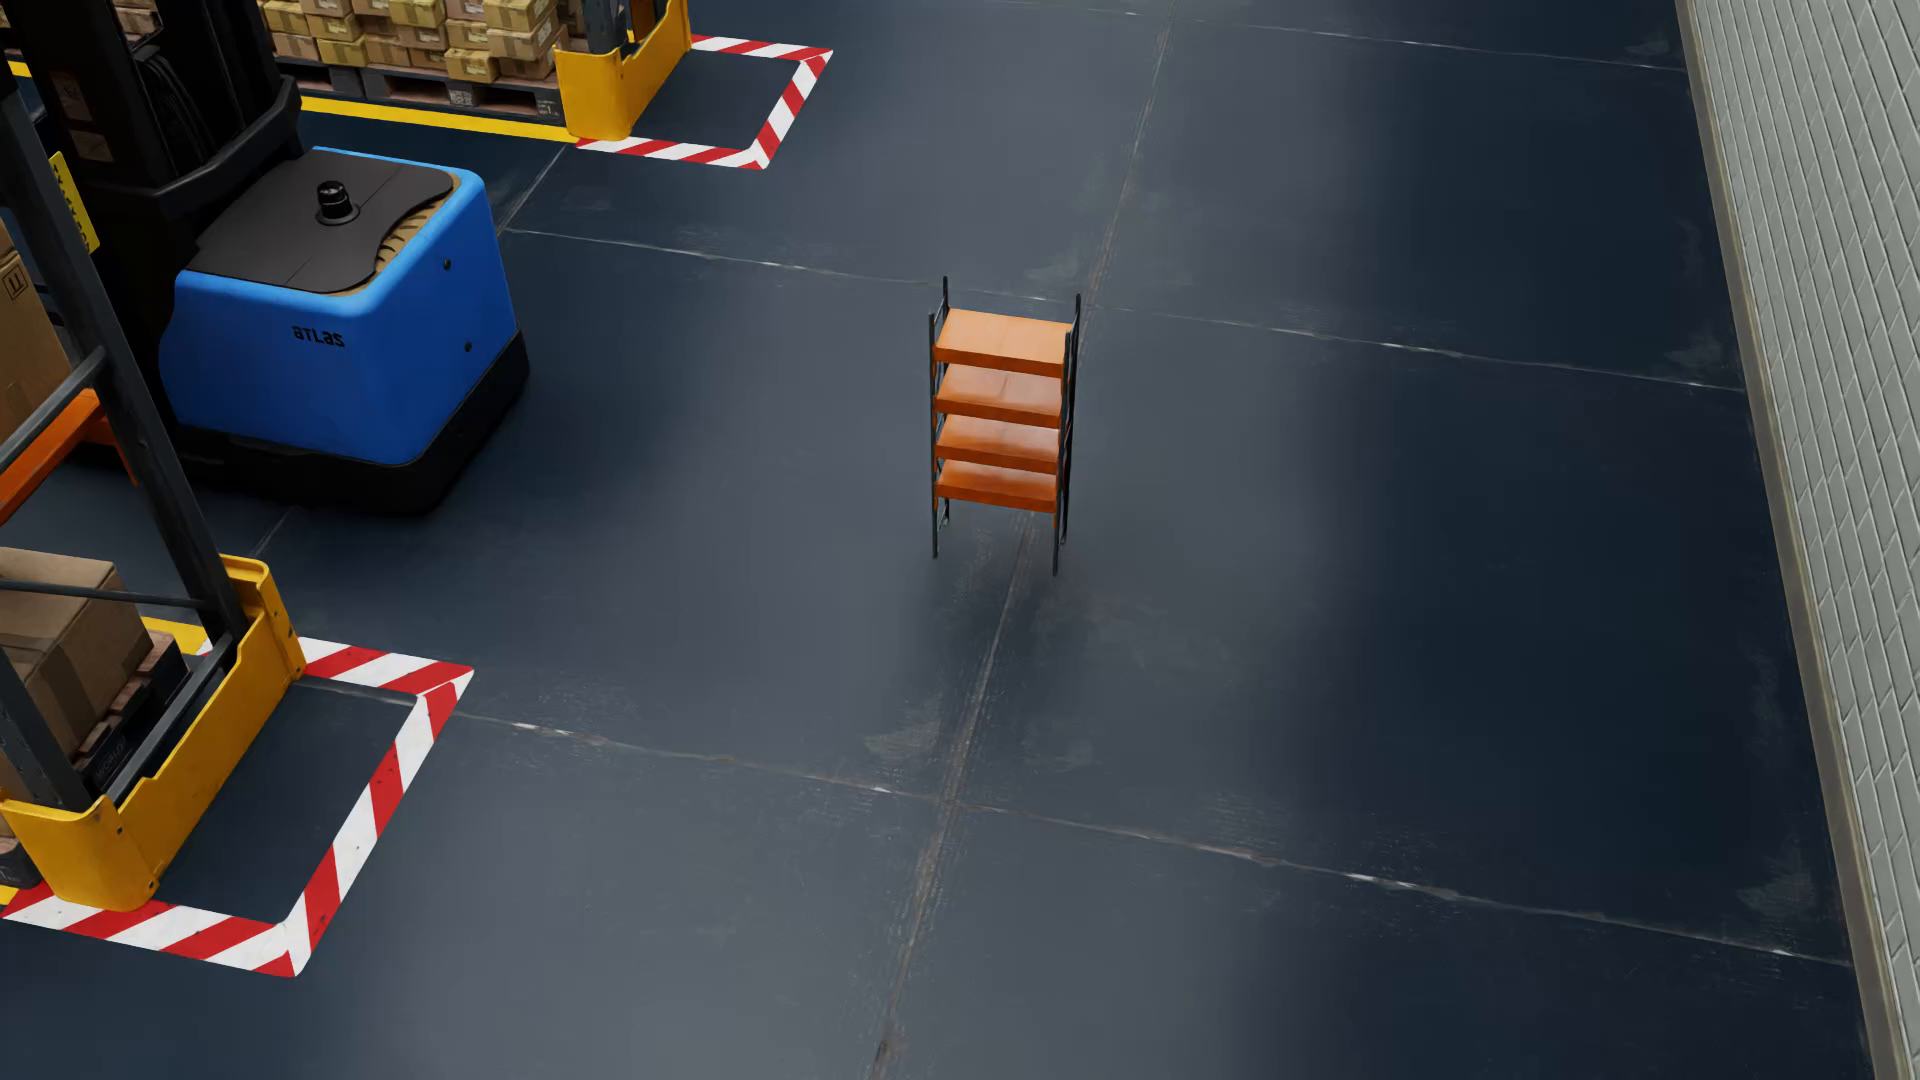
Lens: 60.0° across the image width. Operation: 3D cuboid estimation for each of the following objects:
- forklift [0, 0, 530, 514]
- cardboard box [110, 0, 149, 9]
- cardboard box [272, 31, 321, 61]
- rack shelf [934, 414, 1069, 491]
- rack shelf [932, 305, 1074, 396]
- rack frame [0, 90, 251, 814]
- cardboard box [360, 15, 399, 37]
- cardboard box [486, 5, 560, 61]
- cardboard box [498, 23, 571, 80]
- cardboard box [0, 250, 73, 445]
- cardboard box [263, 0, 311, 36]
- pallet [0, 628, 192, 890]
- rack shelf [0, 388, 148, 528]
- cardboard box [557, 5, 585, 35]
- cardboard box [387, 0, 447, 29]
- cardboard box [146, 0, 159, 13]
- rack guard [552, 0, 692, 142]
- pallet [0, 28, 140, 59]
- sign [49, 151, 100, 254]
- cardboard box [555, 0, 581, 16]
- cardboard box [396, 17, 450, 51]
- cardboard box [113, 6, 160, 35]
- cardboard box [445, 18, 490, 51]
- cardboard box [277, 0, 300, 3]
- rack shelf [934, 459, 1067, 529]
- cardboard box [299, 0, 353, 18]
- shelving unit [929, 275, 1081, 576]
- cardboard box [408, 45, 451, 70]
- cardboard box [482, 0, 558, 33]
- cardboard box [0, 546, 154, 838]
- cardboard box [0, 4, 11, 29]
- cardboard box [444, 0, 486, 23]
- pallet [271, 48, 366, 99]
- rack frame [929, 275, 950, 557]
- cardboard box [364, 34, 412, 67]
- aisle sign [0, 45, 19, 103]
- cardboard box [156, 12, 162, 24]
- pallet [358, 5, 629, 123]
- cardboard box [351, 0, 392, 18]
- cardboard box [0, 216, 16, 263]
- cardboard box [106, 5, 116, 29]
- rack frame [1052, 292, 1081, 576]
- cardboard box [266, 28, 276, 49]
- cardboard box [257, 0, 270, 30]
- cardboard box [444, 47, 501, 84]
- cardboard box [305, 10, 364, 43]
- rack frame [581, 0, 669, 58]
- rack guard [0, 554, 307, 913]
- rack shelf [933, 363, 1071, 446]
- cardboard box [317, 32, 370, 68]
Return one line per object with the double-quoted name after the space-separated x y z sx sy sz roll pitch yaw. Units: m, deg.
-3.495 -1.738 6.442 3.031 2.935 1.130 11 45 11 "forklift"
-4.626 -3.168 9.417 0.250 0.149 0.380 7 44 7 "cardboard box"
-3.622 -2.847 9.297 0.250 0.149 0.380 10 45 10 "cardboard box"
0.162 -0.359 6.355 0.480 0.148 0.258 9 45 9 "rack shelf"
0.162 -0.690 6.035 0.480 0.148 0.258 9 45 9 "rack shelf"
-2.764 -0.270 4.868 0.127 3.000 1.000 9 45 9 "rack frame"
-3.106 -2.941 9.181 0.250 0.149 0.380 8 45 9 "cardboard box"
-2.359 -2.754 8.986 0.250 0.149 0.380 8 44 8 "cardboard box"
-2.341 -2.698 9.143 0.250 0.149 0.380 10 45 10 "cardboard box"
-3.170 -0.573 5.110 0.500 0.500 0.500 9 45 9 "cardboard box"
-3.621 -2.952 9.193 0.250 0.149 0.380 11 45 11 "cardboard box"
-3.561 0.666 5.906 1.213 0.211 1.003 9 45 9 "pallet"
-4.716 -0.314 5.432 4.000 0.370 1.077 9 45 9 "rack shelf"
-2.223 -3.056 9.515 0.250 0.149 0.380 10 45 10 "cardboard box"
-2.867 -2.913 8.937 0.250 0.149 0.380 8 44 8 "cardboard box"
-4.363 -3.111 9.357 0.250 0.149 0.380 11 45 11 "cardboard box"
-1.856 -2.746 9.243 0.348 0.500 1.175 9 45 9 "rack guard"
-5.022 -3.159 9.880 1.213 0.211 1.003 9 45 9 "pallet"
-2.637 -0.985 4.929 0.005 0.325 0.100 9 45 9 "sign"
-2.237 -3.120 9.367 0.250 0.149 0.380 11 45 11 "cardboard box"
-2.867 -2.831 9.067 0.250 0.149 0.380 7 44 7 "cardboard box"
-4.628 -3.045 9.504 0.250 0.149 0.380 8 44 8 "cardboard box"
-2.602 -2.830 9.065 0.250 0.149 0.380 8 44 8 "cardboard box"
-3.613 -3.113 9.145 0.250 0.149 0.380 7 44 8 "cardboard box"
0.162 -0.216 6.492 0.480 0.148 0.258 9 45 9 "rack shelf"
-3.380 -2.998 9.026 0.250 0.149 0.380 10 45 11 "cardboard box"
0.162 -0.407 6.308 0.503 1.200 0.258 9 45 9 "shelving unit"
-2.853 -2.767 9.215 0.250 0.149 0.380 9 45 9 "cardboard box"
-2.354 -2.883 8.906 0.250 0.149 0.380 9 45 10 "cardboard box"
-3.430 0.469 5.644 0.875 0.438 0.875 7 44 8 "cardboard box"
-5.400 -3.093 9.553 0.250 0.149 0.380 7 44 7 "cardboard box"
-2.586 -2.960 8.986 0.250 0.149 0.380 10 45 10 "cardboard box"
-3.828 -2.975 9.689 1.213 0.211 1.003 9 45 9 "pallet"
-0.077 -0.444 6.346 0.015 1.200 0.240 9 45 9 "rack frame"
-3.097 -2.795 9.244 0.250 0.149 0.380 9 45 9 "cardboard box"
-2.631 -1.392 4.159 0.004 0.787 0.394 9 45 9 "aisle sign"
-4.358 -3.028 9.486 0.250 0.149 0.380 7 44 7 "cardboard box"
-2.641 -2.789 9.496 1.213 0.211 1.003 9 45 9 "pallet"
-3.106 -2.995 9.022 0.250 0.149 0.380 7 44 7 "cardboard box"
-3.170 -0.932 4.762 0.500 0.500 0.500 8 44 8 "cardboard box"
-4.886 -3.050 9.509 0.250 0.149 0.380 9 45 9 "cardboard box"
0.400 -0.370 6.269 0.015 1.200 0.240 9 45 9 "rack frame"
-3.852 -2.936 9.390 0.250 0.149 0.380 10 45 10 "cardboard box"
-3.896 -2.975 9.216 0.250 0.149 0.380 9 45 9 "cardboard box"
-2.614 -2.669 9.112 0.250 0.149 0.380 10 45 10 "cardboard box"
-3.375 -2.901 9.139 0.250 0.149 0.380 9 45 10 "cardboard box"
-1.782 -3.635 8.364 0.127 3.000 1.000 9 45 9 "rack frame"
-2.741 0.634 5.731 0.348 0.500 1.175 9 45 9 "rack guard"
0.162 -0.520 6.199 0.480 0.148 0.258 9 45 9 "rack shelf"
-3.359 -2.792 9.240 0.250 0.149 0.380 7 44 7 "cardboard box"
